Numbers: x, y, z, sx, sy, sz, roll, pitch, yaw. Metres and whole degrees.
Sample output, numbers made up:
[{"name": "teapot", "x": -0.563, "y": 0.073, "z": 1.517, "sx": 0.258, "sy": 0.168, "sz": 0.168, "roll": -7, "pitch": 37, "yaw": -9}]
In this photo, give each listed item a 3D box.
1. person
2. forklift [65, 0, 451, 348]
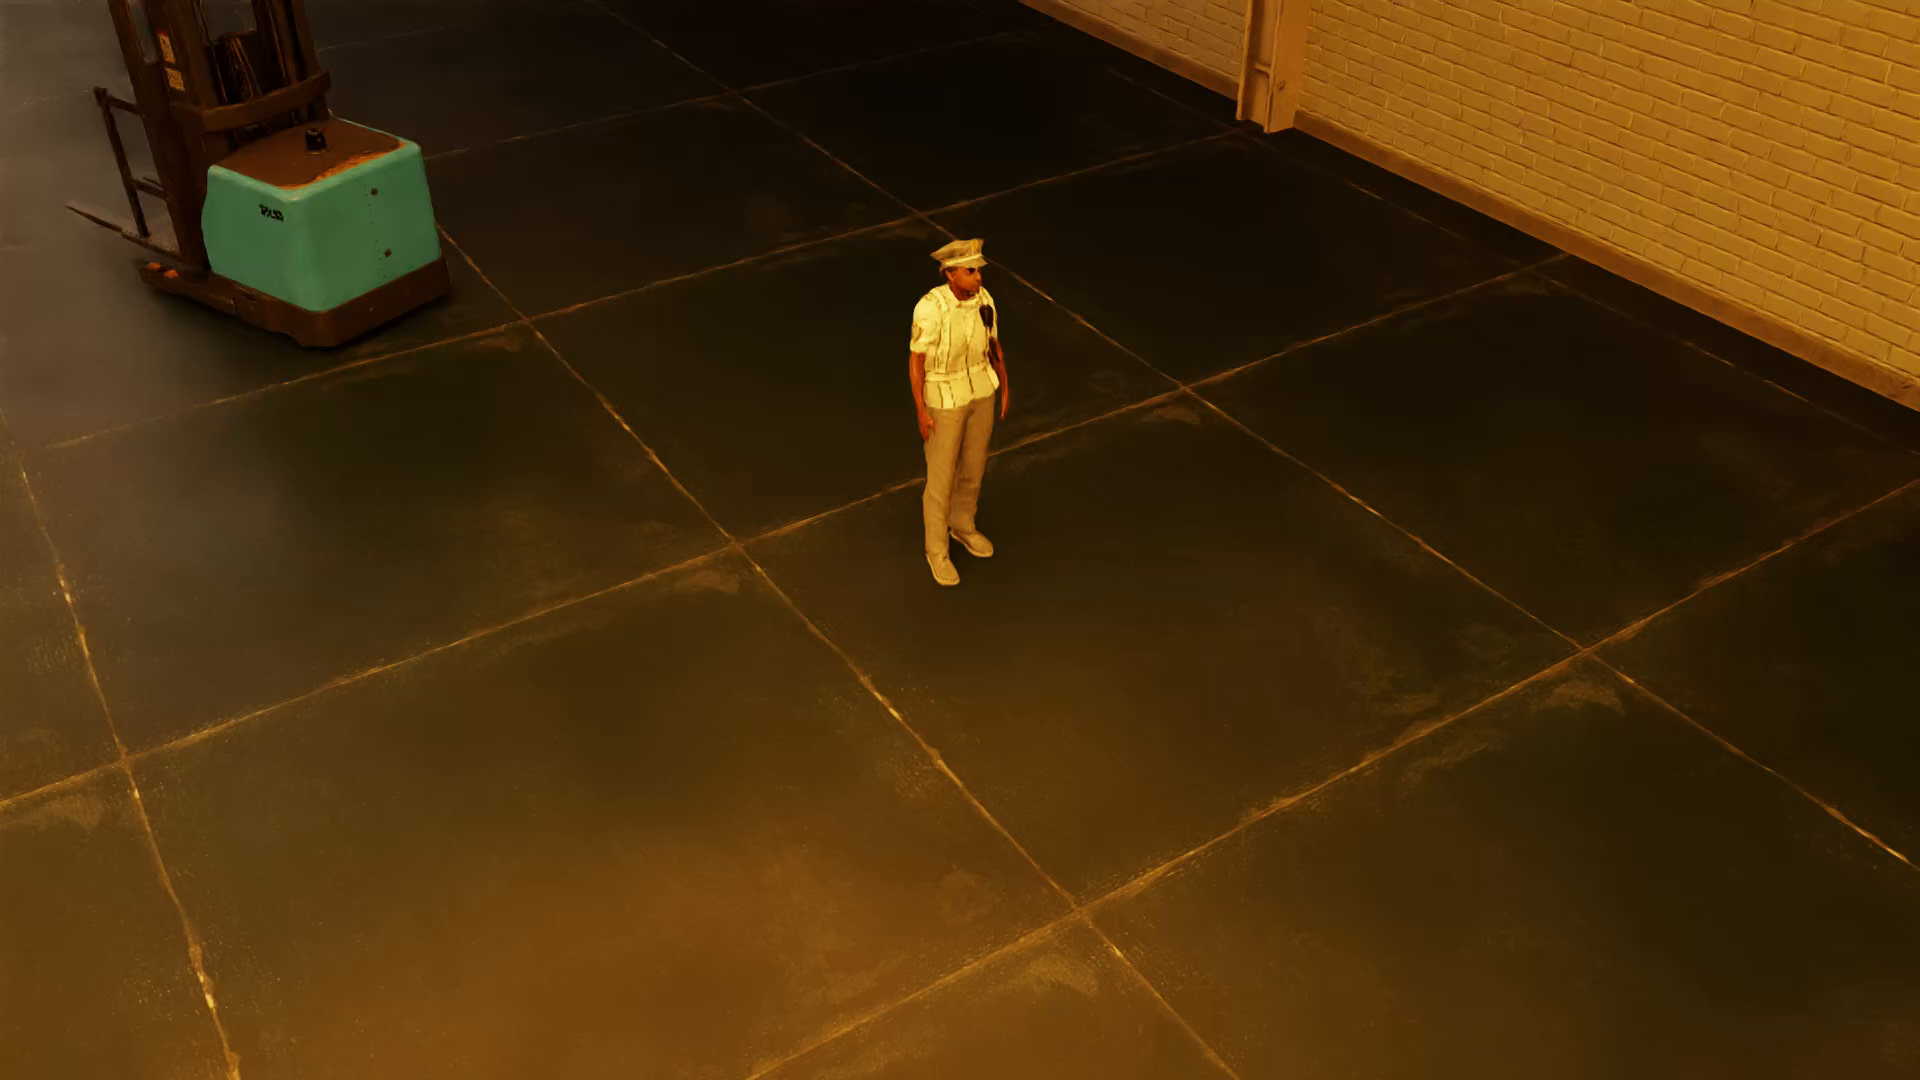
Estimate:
[{"name": "person", "x": 0.024, "y": -0.656, "z": 8.146, "sx": 0.570, "sy": 1.693, "sz": 0.529, "roll": -21, "pitch": 40, "yaw": -27}, {"name": "forklift", "x": -4.849, "y": -3.047, "z": 10.484, "sx": 3.031, "sy": 2.935, "sz": 1.130, "roll": 22, "pitch": 40, "yaw": 28}]
